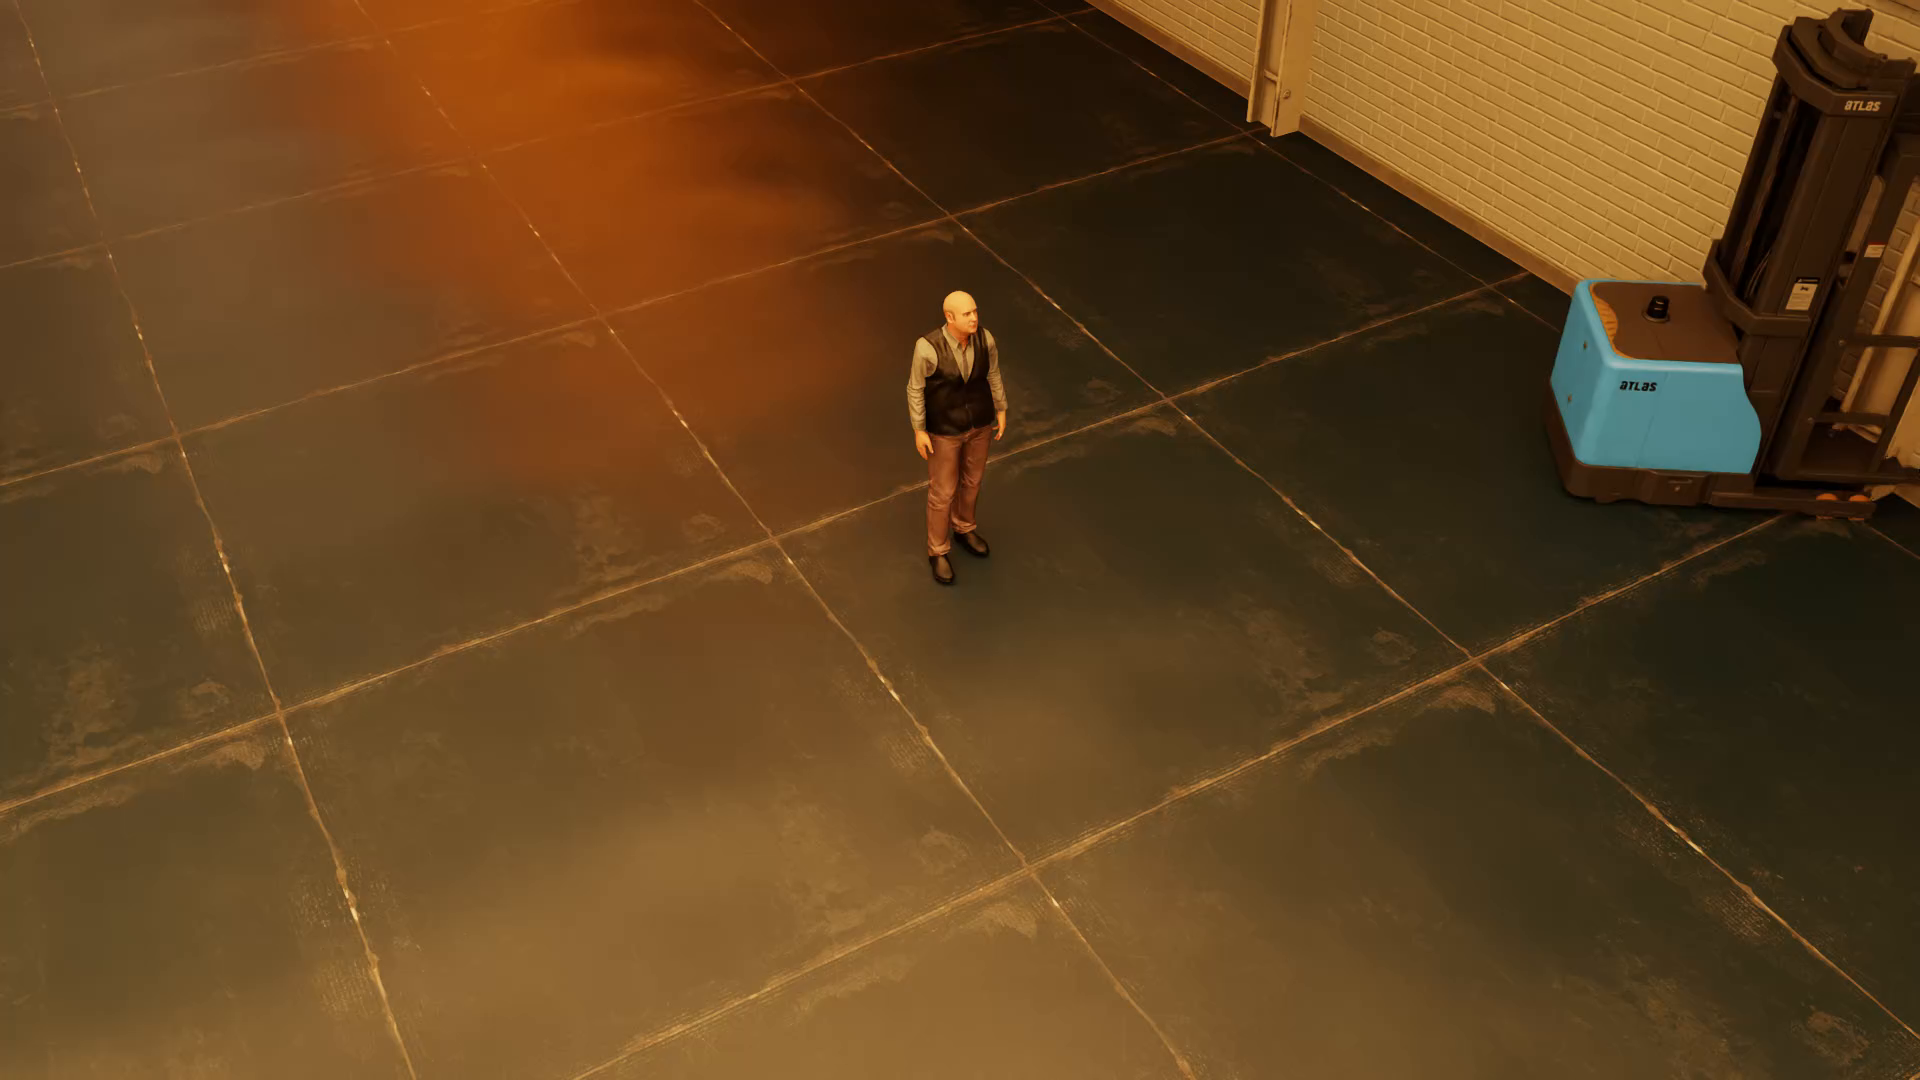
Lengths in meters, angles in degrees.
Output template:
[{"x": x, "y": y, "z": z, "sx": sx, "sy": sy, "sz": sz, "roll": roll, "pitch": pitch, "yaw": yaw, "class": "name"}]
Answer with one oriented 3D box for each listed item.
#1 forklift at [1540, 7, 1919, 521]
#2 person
[{"x": 5.407, "y": -1.601, "z": 9.967, "sx": 3.031, "sy": 2.935, "sz": 1.130, "roll": 3, "pitch": 40, "yaw": 4, "class": "forklift"}, {"x": 0.024, "y": -0.631, "z": 9.733, "sx": 0.632, "sy": 1.720, "sz": 0.568, "roll": -20, "pitch": 44, "yaw": -23, "class": "person"}]
